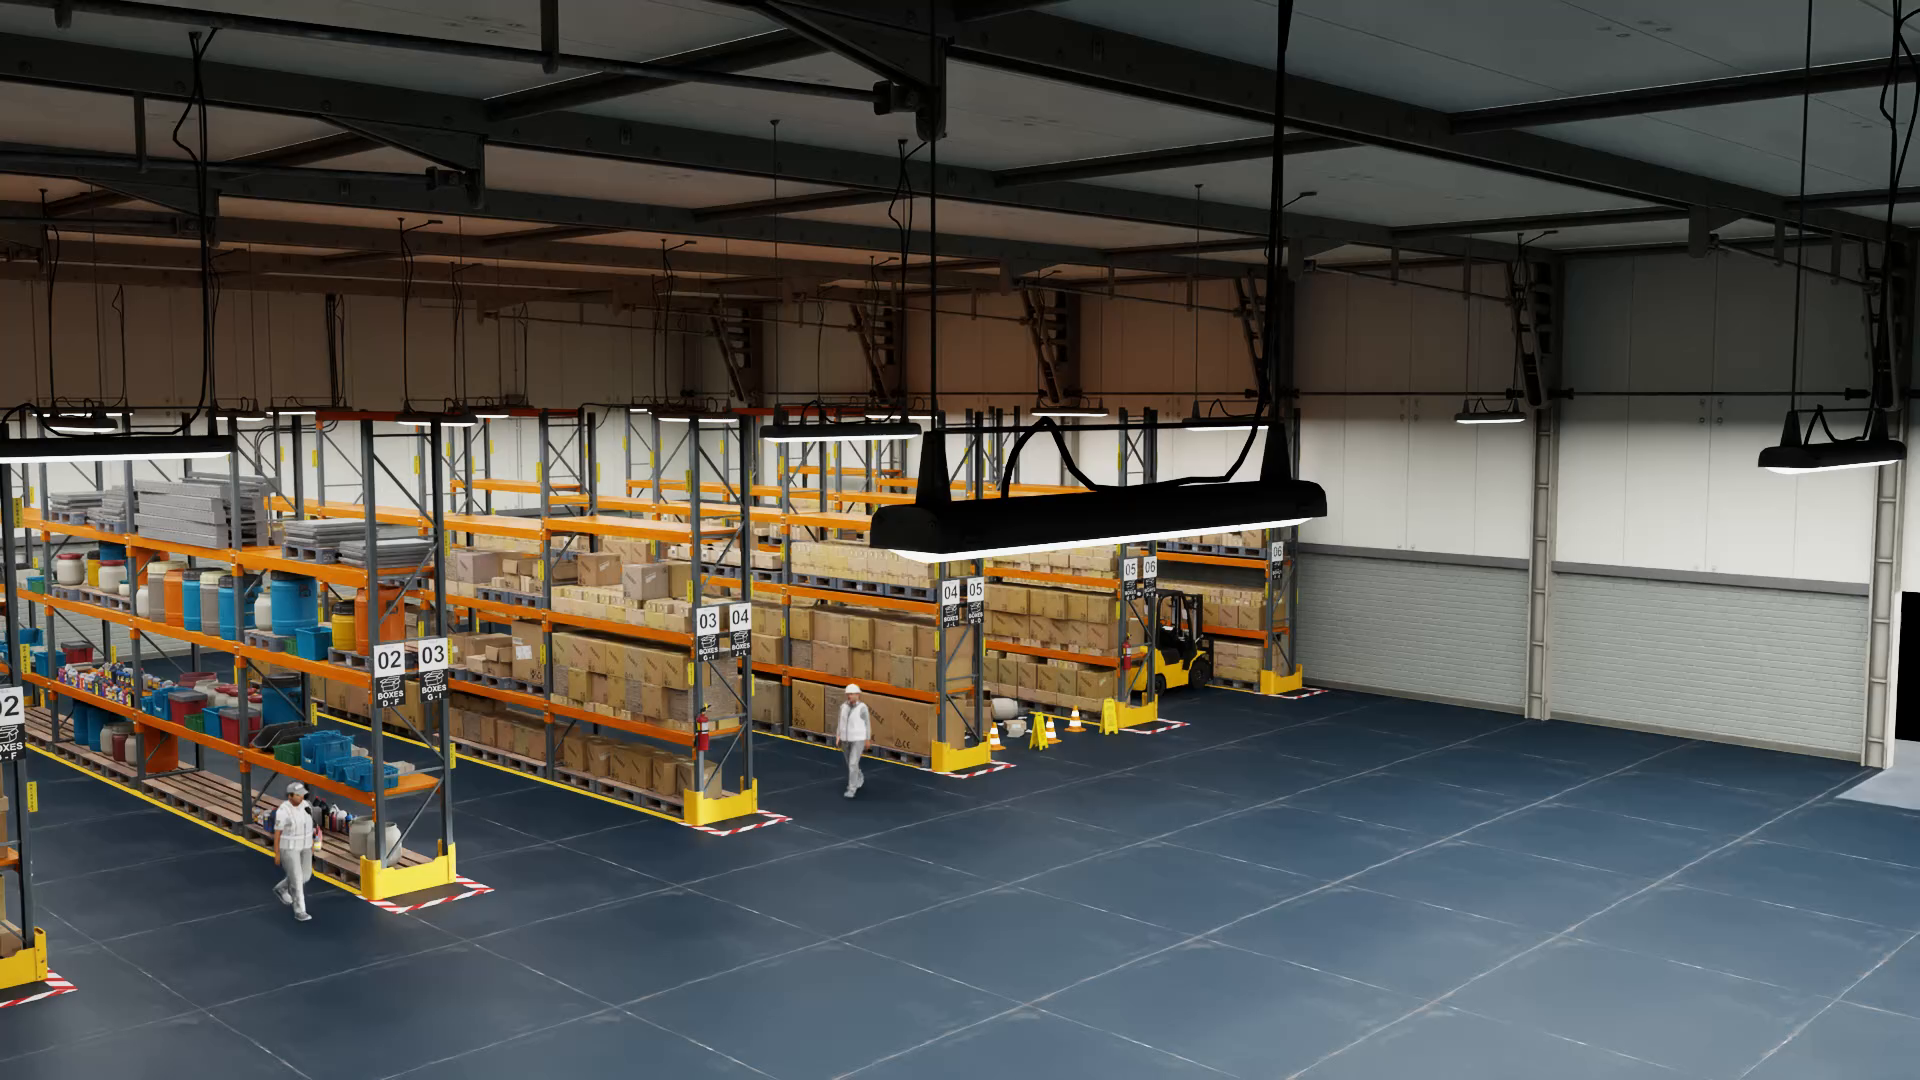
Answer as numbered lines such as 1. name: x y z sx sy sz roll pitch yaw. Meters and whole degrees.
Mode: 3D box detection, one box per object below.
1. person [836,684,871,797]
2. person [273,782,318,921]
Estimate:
1. person: -1.704 3.144 26.274 0.534 1.743 0.919 3 6 32
2. person: -8.080 3.729 20.168 0.891 1.623 0.514 3 6 27
